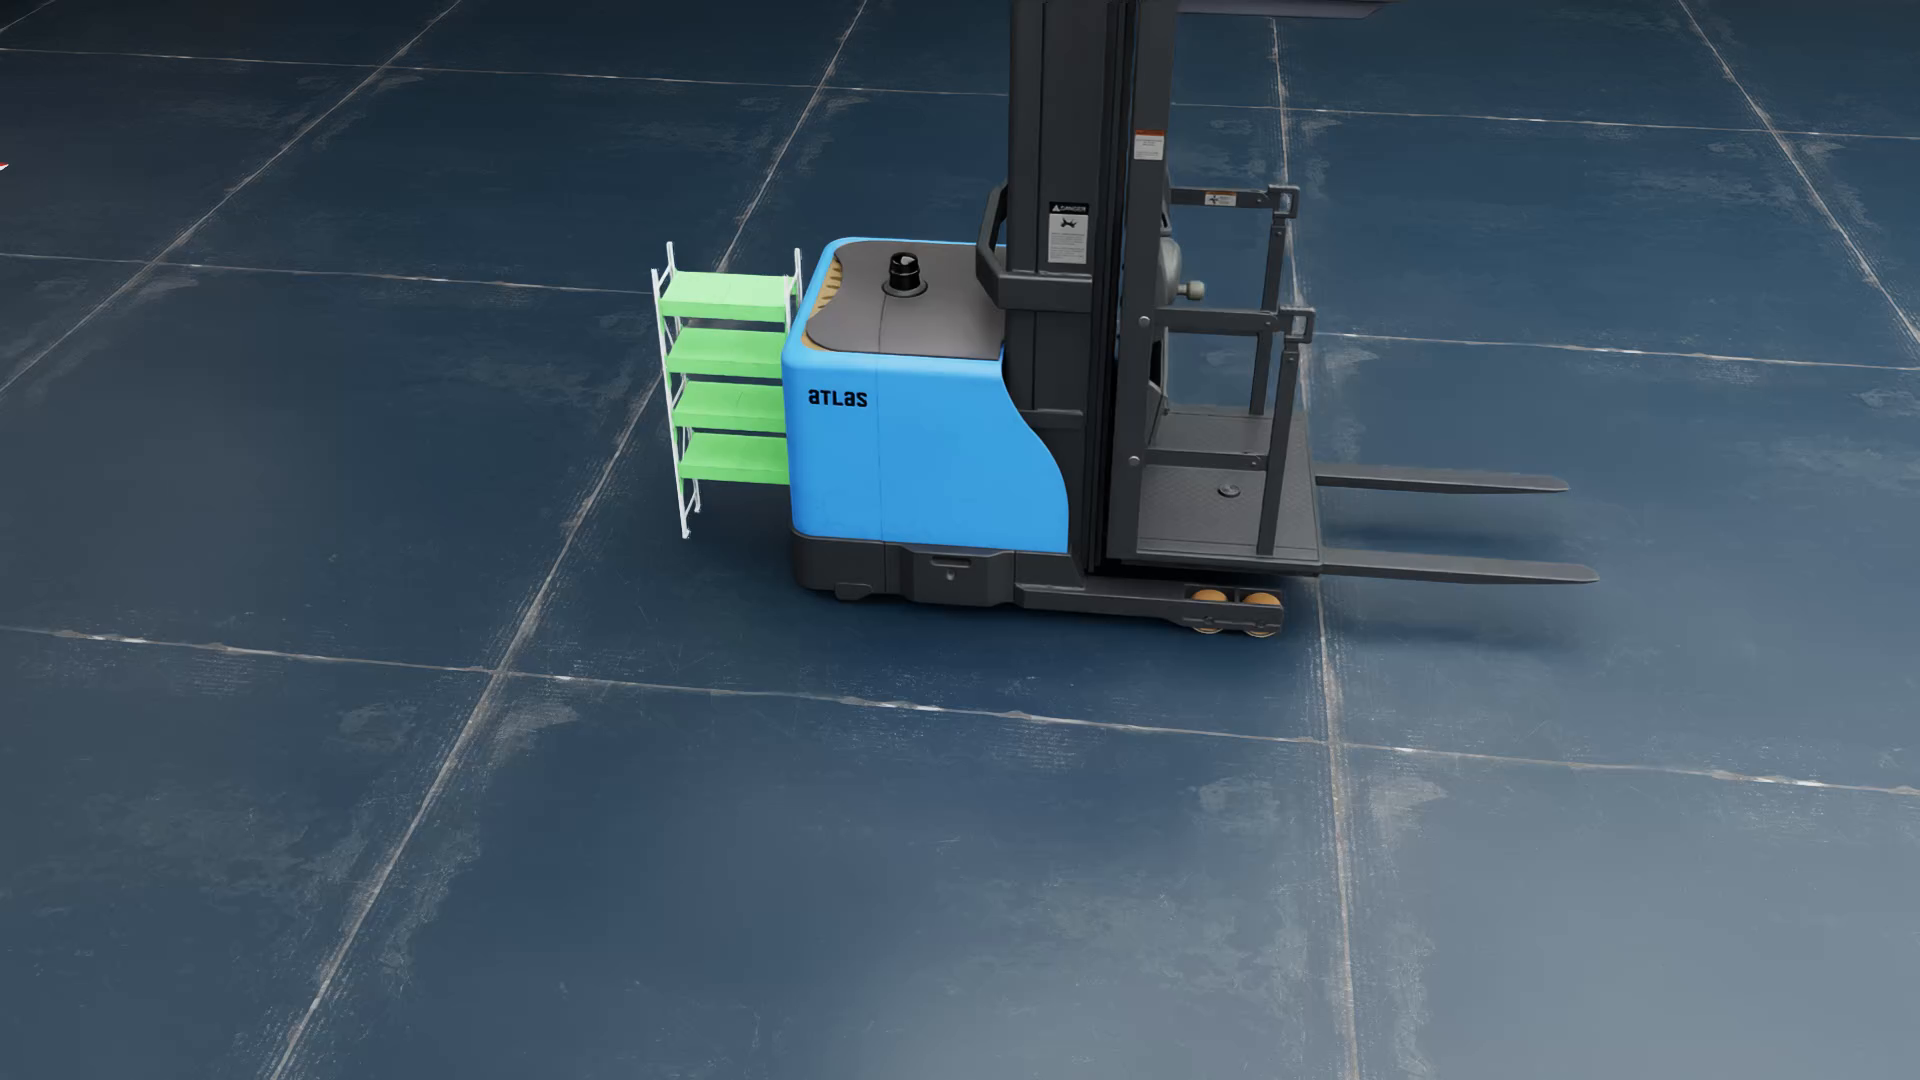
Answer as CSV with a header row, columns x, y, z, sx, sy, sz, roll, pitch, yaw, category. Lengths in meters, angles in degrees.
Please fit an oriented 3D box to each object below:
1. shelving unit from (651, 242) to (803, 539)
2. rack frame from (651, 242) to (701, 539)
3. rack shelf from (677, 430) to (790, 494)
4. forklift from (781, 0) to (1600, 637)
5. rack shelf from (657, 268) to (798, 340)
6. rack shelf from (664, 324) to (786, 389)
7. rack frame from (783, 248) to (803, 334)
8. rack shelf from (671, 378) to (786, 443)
x,y,z,sx,sy,sz,roll,pitch,yaw,category
-0.863,-0.547,6.484,0.503,1.200,0.258,4,36,5,shelving unit
-1.105,-0.564,6.507,0.015,1.200,0.240,4,36,5,rack frame
-0.863,-0.300,6.661,0.480,0.148,0.258,4,36,5,rack shelf
0.904,-1.156,5.847,3.031,2.935,1.130,4,36,5,forklift
-0.863,-0.886,6.243,0.480,0.148,0.258,4,36,5,rack shelf
-0.863,-0.691,6.382,0.480,0.148,0.258,4,36,5,rack shelf
-0.620,-0.531,6.462,0.015,1.200,0.240,4,36,5,rack frame
-0.863,-0.495,6.521,0.480,0.148,0.258,4,36,5,rack shelf
